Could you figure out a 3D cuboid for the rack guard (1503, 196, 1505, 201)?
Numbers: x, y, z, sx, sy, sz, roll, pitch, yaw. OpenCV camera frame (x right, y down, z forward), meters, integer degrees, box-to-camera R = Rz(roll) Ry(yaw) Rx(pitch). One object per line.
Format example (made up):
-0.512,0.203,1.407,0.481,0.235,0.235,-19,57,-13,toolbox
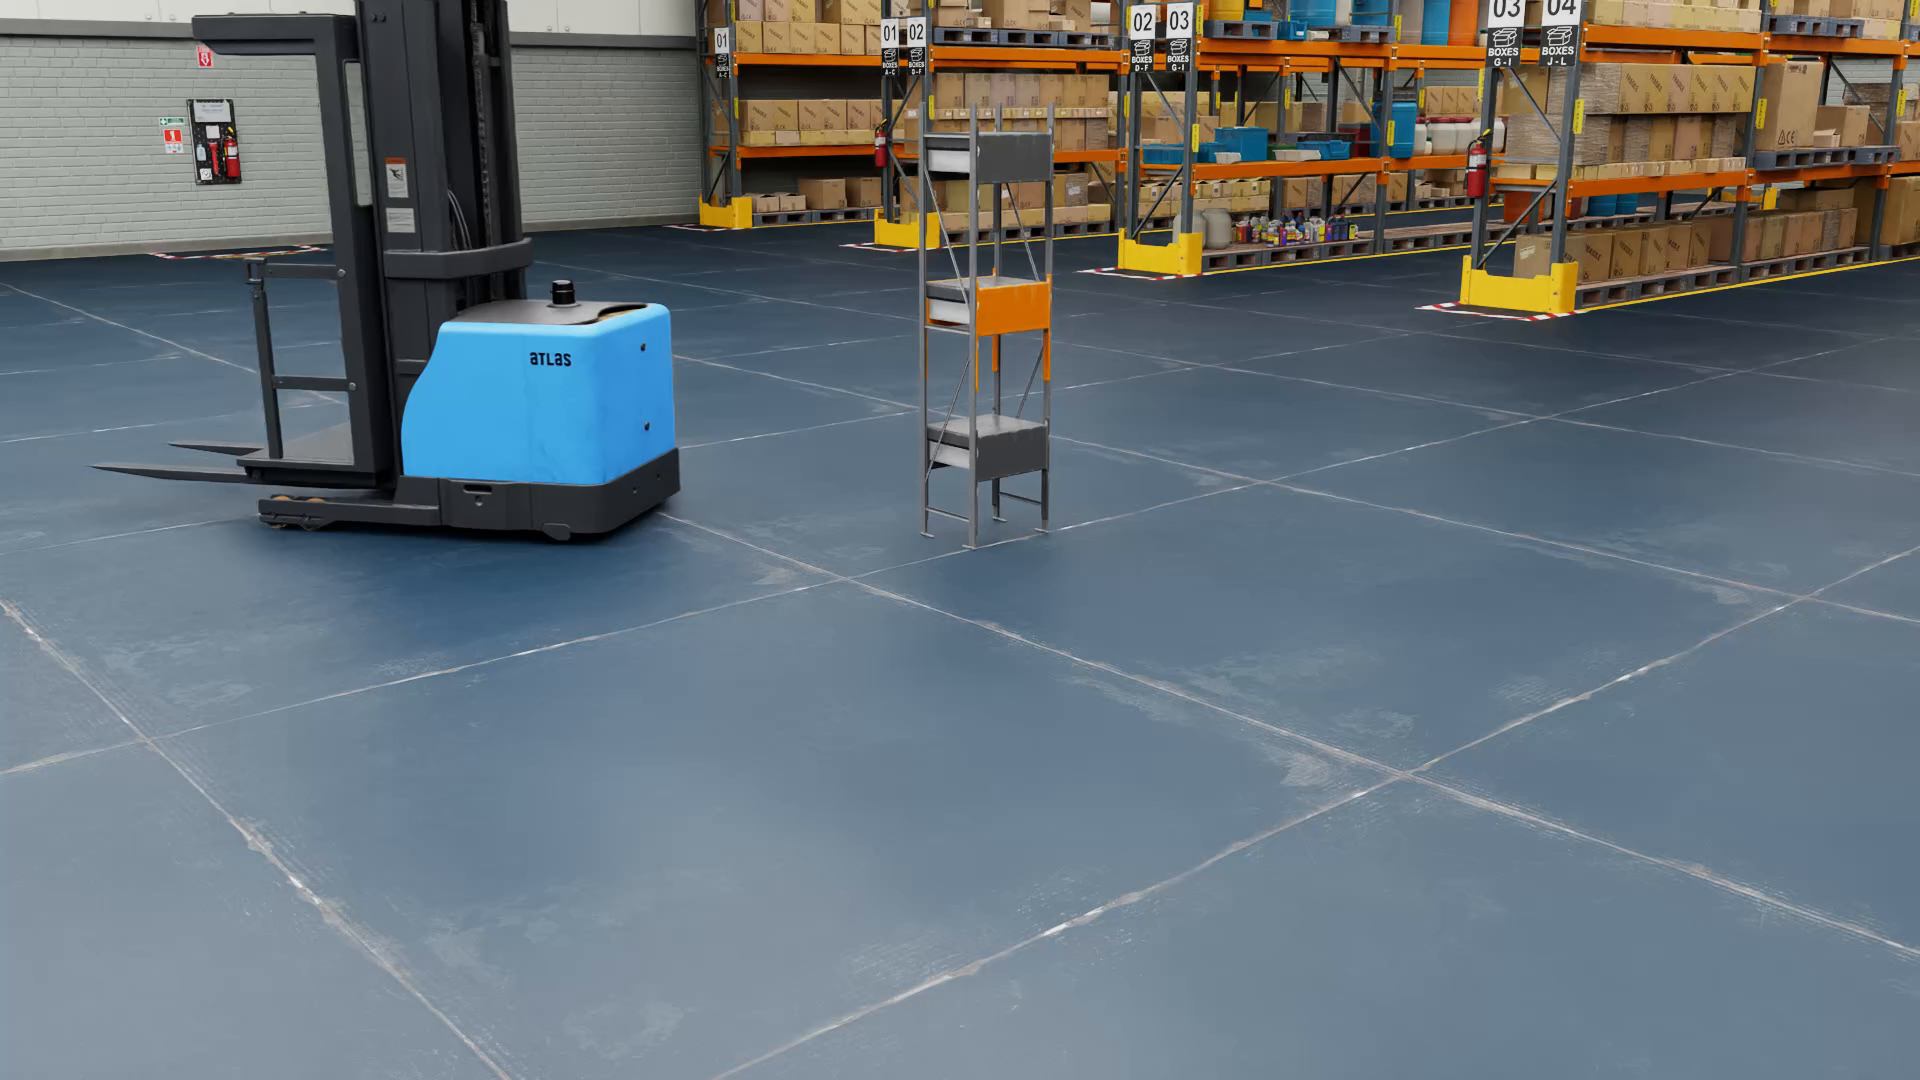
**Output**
11.247,-7.280,34.537,0.348,0.500,1.175,-13,19,-39,rack guard

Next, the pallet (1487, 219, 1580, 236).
9.085,-4.975,26.467,1.213,0.211,1.003,-13,19,-39,pallet

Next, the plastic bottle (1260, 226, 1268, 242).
4.128,-4.156,22.567,0.097,0.201,0.097,0,15,0,plastic bottle

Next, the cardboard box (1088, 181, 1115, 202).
2.369,-5.738,27.346,0.500,0.311,0.500,-13,19,-39,cardboard box

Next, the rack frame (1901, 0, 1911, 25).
11.769,-8.115,21.192,0.127,3.000,1.000,-13,19,-39,rack frame

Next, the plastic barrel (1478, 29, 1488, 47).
7.712,-7.302,24.231,0.301,0.262,0.301,0,15,0,plastic barrel

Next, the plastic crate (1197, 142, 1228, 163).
3.158,-5.006,21.465,0.408,0.251,0.499,-13,19,-39,plastic crate

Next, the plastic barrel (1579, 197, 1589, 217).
10.095,-5.572,27.306,0.421,0.512,0.421,0,15,0,plastic barrel

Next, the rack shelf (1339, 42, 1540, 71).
7.009,-6.944,24.014,4.000,0.370,1.077,-13,19,-39,rack shelf

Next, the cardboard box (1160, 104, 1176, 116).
4.086,-8.690,34.160,0.500,0.500,0.500,-13,19,-39,cardboard box

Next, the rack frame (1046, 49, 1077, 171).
2.014,-8.109,32.797,0.127,3.000,1.000,-13,19,-39,rack frame

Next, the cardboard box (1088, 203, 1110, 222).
2.045,-5.221,26.499,0.500,0.250,0.500,-13,19,-39,cardboard box

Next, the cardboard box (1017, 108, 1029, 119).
0.832,-6.437,25.085,0.250,0.149,0.380,-12,19,-39,cardboard box

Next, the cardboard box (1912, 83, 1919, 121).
12.825,-5.980,22.687,0.637,0.503,0.797,-12,19,-38,cardboard box

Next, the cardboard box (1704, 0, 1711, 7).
7.868,-5.829,17.965,0.250,0.149,0.380,-12,19,-37,cardboard box

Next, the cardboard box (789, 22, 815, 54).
-2.787,-8.442,27.997,0.500,0.500,0.500,-12,19,-37,cardboard box

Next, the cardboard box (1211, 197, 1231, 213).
4.264,-5.711,28.332,0.500,0.250,0.500,-12,19,-38,cardboard box

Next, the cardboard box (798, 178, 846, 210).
-2.423,-6.070,29.153,0.500,0.500,0.700,-14,21,-43,cardboard box

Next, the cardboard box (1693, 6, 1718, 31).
7.797,-5.614,17.932,0.500,0.250,0.500,-13,20,-40,cardboard box

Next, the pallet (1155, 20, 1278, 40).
3.171,-6.305,20.594,1.213,0.211,1.003,-13,19,-39,pallet

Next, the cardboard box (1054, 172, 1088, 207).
1.660,-5.501,26.094,0.500,0.500,0.500,-13,19,-39,cardboard box

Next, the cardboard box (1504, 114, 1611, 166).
6.167,-4.141,17.171,0.500,0.500,0.875,-13,19,-39,cardboard box

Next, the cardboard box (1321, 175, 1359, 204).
6.963,-6.435,30.521,0.500,0.500,0.500,-14,20,-41,cardboard box

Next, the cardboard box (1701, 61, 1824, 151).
9.443,-5.139,19.700,1.000,1.000,1.000,-12,19,-39,cardboard box

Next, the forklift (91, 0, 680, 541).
-3.083,-1.590,8.523,3.031,2.935,1.130,3,15,12,forklift

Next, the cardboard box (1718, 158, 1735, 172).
8.588,-4.283,18.960,0.250,0.149,0.380,-13,19,-39,cardboard box

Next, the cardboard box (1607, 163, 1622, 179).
6.680,-3.866,17.398,0.250,0.149,0.380,-13,19,-39,cardboard box

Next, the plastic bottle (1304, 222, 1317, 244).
4.690,-4.121,22.289,0.135,0.276,0.152,-12,19,-38,plastic bottle

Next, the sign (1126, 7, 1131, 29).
2.617,-8.097,25.785,0.005,0.325,0.100,-13,19,-39,sign

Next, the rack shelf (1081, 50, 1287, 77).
3.760,-7.908,27.626,4.000,0.370,1.077,-13,19,-39,rack shelf

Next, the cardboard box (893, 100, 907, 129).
-1.157,-7.591,29.655,0.500,0.500,0.500,-13,20,-39,cardboard box

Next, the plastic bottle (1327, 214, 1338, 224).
5.109,-4.299,22.811,0.185,0.351,0.144,-13,19,-39,plastic bottle

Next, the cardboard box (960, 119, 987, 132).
-0.012,-6.005,24.726,0.500,0.500,0.700,-12,19,-38,cardboard box

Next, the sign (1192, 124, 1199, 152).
2.841,-4.851,20.063,0.005,0.325,0.100,-13,19,-39,sign

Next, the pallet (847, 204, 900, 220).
-1.487,-5.964,30.168,1.213,0.211,1.003,-13,19,-39,pallet

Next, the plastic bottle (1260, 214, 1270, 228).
4.156,-4.276,22.726,0.185,0.351,0.144,-13,20,-40,plastic bottle

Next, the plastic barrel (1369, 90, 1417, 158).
5.991,-5.752,22.999,0.708,0.901,0.600,-13,19,-39,plastic barrel

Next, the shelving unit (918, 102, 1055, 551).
0.125,-1.042,8.084,0.503,2.100,0.431,-13,19,-39,shelving unit

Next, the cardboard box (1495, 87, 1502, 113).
10.380,-8.729,32.985,0.500,0.500,0.500,-12,19,-38,cardboard box

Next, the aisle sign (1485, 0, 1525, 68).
5.490,-5.165,16.737,0.004,0.787,0.394,-13,19,-39,aisle sign

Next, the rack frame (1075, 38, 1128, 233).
2.252,-6.468,26.652,0.127,3.000,1.000,-13,19,-39,rack frame

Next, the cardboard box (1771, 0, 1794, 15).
9.171,-6.301,19.201,0.637,0.503,0.797,-14,20,-42,cardboard box

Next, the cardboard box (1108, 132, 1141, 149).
2.594,-6.487,27.016,0.500,0.250,0.500,-11,19,-36,cardboard box

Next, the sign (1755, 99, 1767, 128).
9.114,-4.853,18.928,0.005,0.325,0.100,-13,19,-39,sign

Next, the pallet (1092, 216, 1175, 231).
2.782,-5.253,27.508,1.213,0.211,1.003,-13,19,-39,pallet

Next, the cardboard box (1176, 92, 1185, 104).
4.456,-9.137,34.383,0.500,0.250,0.500,-12,19,-38,cardboard box

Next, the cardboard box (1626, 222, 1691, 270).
7.996,-3.376,19.105,0.500,0.500,0.500,-6,16,-22,cardboard box

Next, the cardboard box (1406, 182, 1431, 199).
8.745,-6.766,32.125,0.500,0.311,0.500,-13,19,-39,cardboard box

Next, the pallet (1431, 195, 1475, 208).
9.726,-6.800,33.298,1.213,0.211,1.003,-13,19,-39,pallet

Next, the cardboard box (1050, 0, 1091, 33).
1.698,-8.202,26.053,0.500,0.500,0.500,-11,18,-35,cardboard box

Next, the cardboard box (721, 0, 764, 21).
-3.571,-8.762,27.259,0.500,0.500,0.500,14,21,43,cardboard box

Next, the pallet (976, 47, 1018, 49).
0.313,-9.050,30.871,1.003,0.211,1.213,-13,19,-39,pallet

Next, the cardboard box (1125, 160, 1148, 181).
3.320,-7.520,33.942,0.750,0.750,0.750,-13,20,-40,cardboard box

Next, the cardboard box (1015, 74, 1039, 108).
0.785,-6.812,25.231,0.500,0.500,0.700,-13,19,-39,cardboard box

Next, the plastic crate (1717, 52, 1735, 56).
13.157,-8.459,28.806,0.530,0.136,0.437,-13,19,-39,plastic crate
